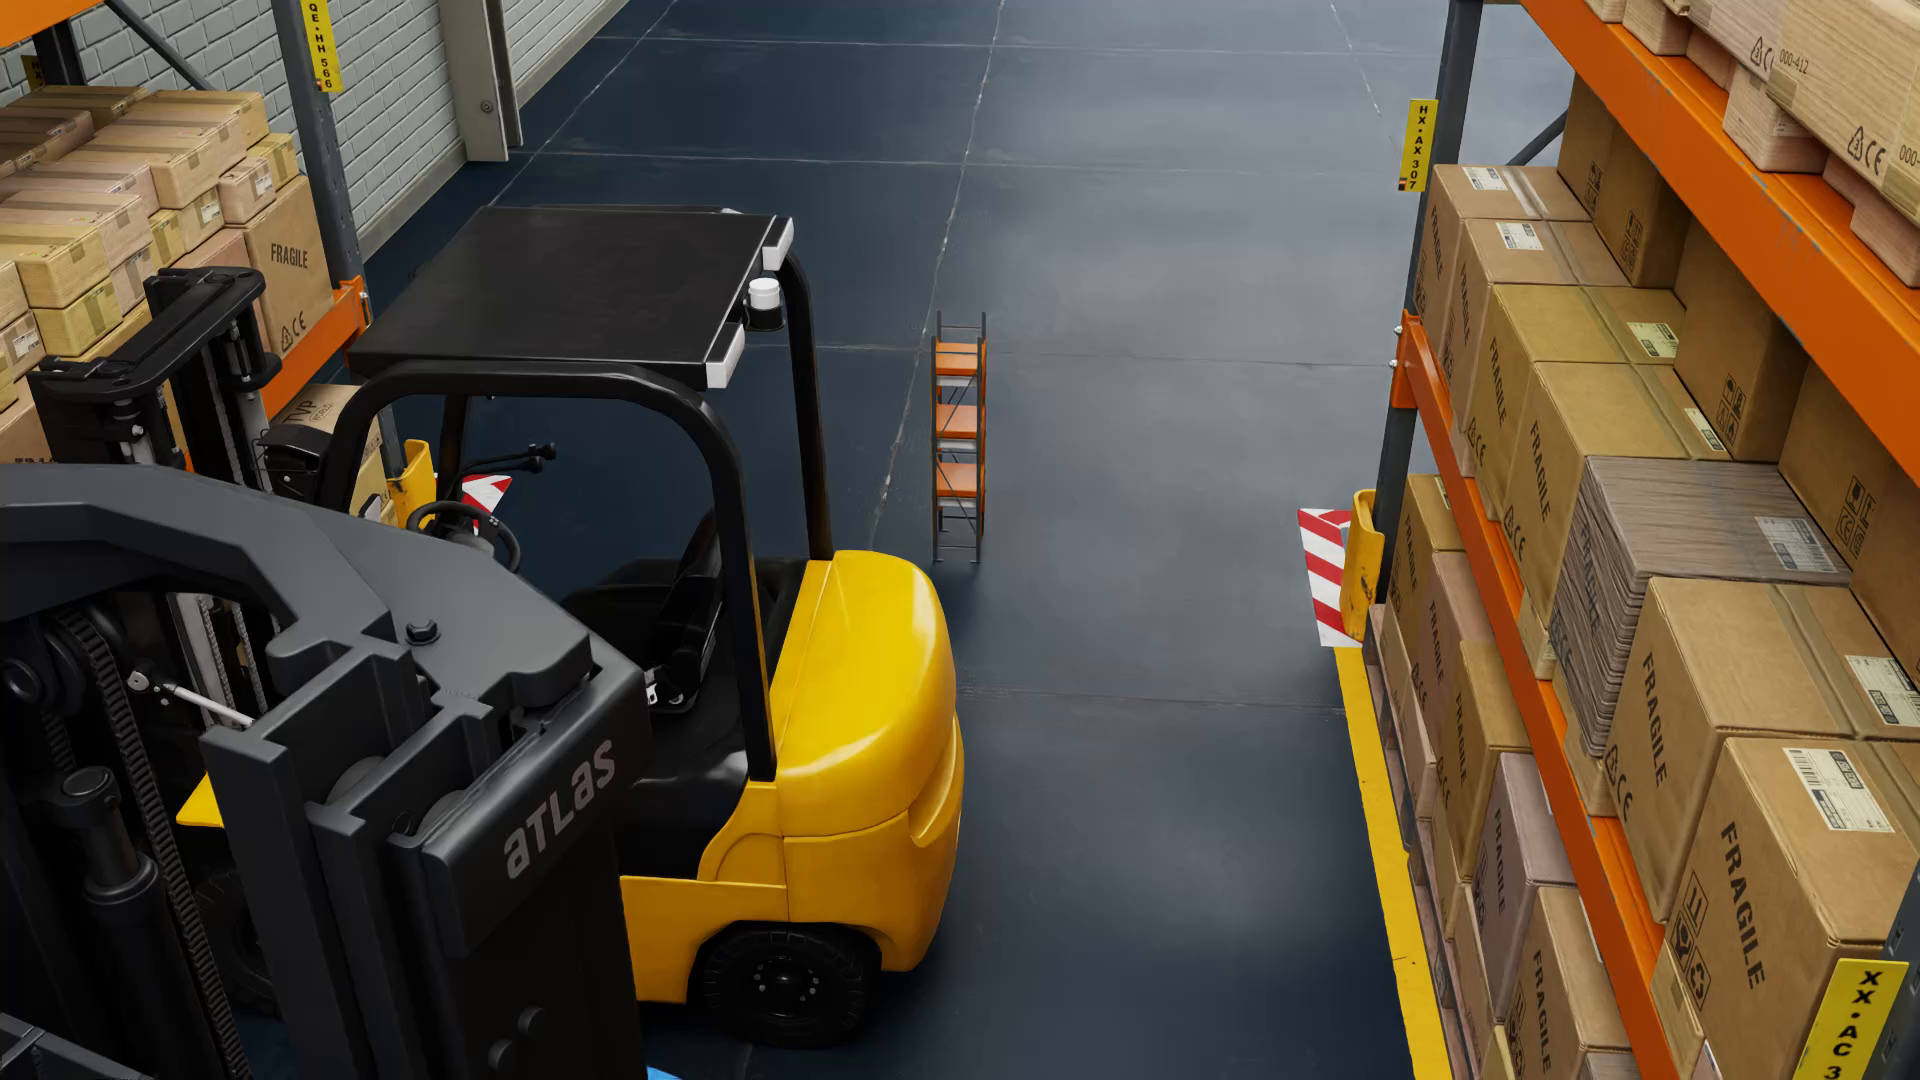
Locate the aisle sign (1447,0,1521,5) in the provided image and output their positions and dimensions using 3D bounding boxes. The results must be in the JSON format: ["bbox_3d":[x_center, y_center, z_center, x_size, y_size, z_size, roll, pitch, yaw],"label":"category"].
[{"bbox_3d":[1.835,-2.133,5.374,0.394,0.787,0.004,2,32,4],"label":"aisle sign"}]

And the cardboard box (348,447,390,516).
[{"bbox_3d":[-2.536,-0.144,6.368,0.500,0.250,0.500,2,32,3],"label":"cardboard box"}]

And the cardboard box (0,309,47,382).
[{"bbox_3d":[-2.748,-0.518,4.517,0.380,0.149,0.250,2,32,4],"label":"cardboard box"}]

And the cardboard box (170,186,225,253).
[{"bbox_3d":[-2.631,-1.048,5.378,0.380,0.149,0.250,3,32,5],"label":"cardboard box"}]

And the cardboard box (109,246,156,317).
[{"bbox_3d":[-2.637,-0.777,4.939,0.380,0.149,0.250,1,32,2],"label":"cardboard box"}]

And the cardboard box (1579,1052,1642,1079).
[{"bbox_3d":[1.594,1.463,3.523,0.500,0.500,0.500,2,32,3],"label":"cardboard box"}]

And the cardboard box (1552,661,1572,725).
[{"bbox_3d":[1.666,0.373,4.025,0.380,0.149,0.250,2,32,3],"label":"cardboard box"}]

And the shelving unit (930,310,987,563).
[{"bbox_3d":[-0.004,-0.419,6.929,0.215,1.050,0.252,2,32,4],"label":"shelving unit"}]

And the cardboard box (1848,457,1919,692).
[{"bbox_3d":[2.129,0.029,3.012,0.700,0.500,0.500,3,32,4],"label":"cardboard box"}]

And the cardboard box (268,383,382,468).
[{"bbox_3d":[-2.535,-0.371,6.260,0.500,0.250,0.500,3,32,6],"label":"cardboard box"}]

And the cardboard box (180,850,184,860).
[{"bbox_3d":[-2.651,0.854,5.226,0.500,0.250,0.500,3,32,6],"label":"cardboard box"}]

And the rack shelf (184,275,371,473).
[{"bbox_3d":[-2.971,0.161,4.815,1.077,0.370,4.000,2,32,4],"label":"rack shelf"}]

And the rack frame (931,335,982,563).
[{"bbox_3d":[-0.014,-0.355,6.826,0.200,1.050,0.008,2,32,4],"label":"rack frame"}]

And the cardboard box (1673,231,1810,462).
[{"bbox_3d":[2.148,-0.509,3.885,0.700,0.500,0.500,2,32,4],"label":"cardboard box"}]

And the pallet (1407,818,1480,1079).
[{"bbox_3d":[1.930,1.306,4.930,1.003,0.211,1.213,2,32,4],"label":"pallet"}]

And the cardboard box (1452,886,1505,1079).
[{"bbox_3d":[1.673,1.238,4.603,0.500,0.250,0.500,3,32,5],"label":"cardboard box"}]

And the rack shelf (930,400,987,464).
[{"bbox_3d":[-0.004,-0.410,6.935,0.215,0.259,0.240,2,32,4],"label":"rack shelf"}]

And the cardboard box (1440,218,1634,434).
[{"bbox_3d":[1.785,-0.643,5.056,0.500,0.500,0.500,3,32,5],"label":"cardboard box"}]

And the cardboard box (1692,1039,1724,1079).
[{"bbox_3d":[1.536,1.037,2.948,0.380,0.149,0.250,2,32,3],"label":"cardboard box"}]

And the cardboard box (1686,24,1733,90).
[{"bbox_3d":[1.756,-1.041,3.461,0.380,0.149,0.250,2,32,4],"label":"cardboard box"}]

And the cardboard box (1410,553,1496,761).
[{"bbox_3d":[1.758,0.388,5.267,0.500,0.500,0.500,1,32,2],"label":"cardboard box"}]

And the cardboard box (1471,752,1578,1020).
[{"bbox_3d":[1.674,0.930,4.388,0.500,0.500,0.500,4,32,7],"label":"cardboard box"}]

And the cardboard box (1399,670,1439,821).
[{"bbox_3d":[1.749,0.688,5.496,0.500,0.250,0.500,4,32,6],"label":"cardboard box"}]

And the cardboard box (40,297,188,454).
[{"bbox_3d":[-2.680,-0.426,4.987,0.500,0.500,0.500,2,32,3],"label":"cardboard box"}]

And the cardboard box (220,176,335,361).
[{"bbox_3d":[-2.587,-0.965,5.861,0.500,0.500,0.500,2,32,3],"label":"cardboard box"}]

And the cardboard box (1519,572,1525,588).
[{"bbox_3d":[1.730,0.108,4.456,0.380,0.149,0.250,2,32,3],"label":"cardboard box"}]

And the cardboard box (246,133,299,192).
[{"bbox_3d":[-2.557,-1.316,5.813,0.380,0.149,0.250,3,32,5],"label":"cardboard box"}]

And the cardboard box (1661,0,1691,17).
[{"bbox_3d":[1.703,-1.268,3.448,0.500,0.250,0.500,3,32,5],"label":"cardboard box"}]

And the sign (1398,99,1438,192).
[{"bbox_3d":[1.598,-1.372,5.793,0.100,0.325,0.005,2,32,4],"label":"sign"}]

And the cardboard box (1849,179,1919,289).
[{"bbox_3d":[1.640,-0.500,2.583,0.380,0.149,0.250,3,32,4],"label":"cardboard box"}]

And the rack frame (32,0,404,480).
[{"bbox_3d":[-2.808,-1.191,6.323,1.000,3.000,0.127,2,32,4],"label":"rack frame"}]

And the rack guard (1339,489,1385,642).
[{"bbox_3d":[2.133,0.123,6.574,1.175,0.500,0.348,2,32,4],"label":"rack guard"}]

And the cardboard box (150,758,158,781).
[{"bbox_3d":[-2.653,0.650,5.080,0.500,0.250,0.500,2,32,4],"label":"cardboard box"}]

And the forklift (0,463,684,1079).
[{"bbox_3d":[-1.044,1.510,2.007,1.130,2.935,3.031,13,34,20],"label":"forklift"}]

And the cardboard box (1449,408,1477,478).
[{"bbox_3d":[1.730,-0.306,5.127,0.380,0.149,0.250,3,32,5],"label":"cardboard box"}]

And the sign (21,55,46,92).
[{"bbox_3d":[-3.361,-1.620,6.119,0.100,0.325,0.005,2,32,4],"label":"sign"}]

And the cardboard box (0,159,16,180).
[{"bbox_3d":[-3.146,-1.067,5.125,0.380,0.149,0.250,3,32,4],"label":"cardboard box"}]

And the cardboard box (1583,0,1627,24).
[{"bbox_3d":[1.687,-1.315,3.906,0.380,0.149,0.250,3,32,5],"label":"cardboard box"}]

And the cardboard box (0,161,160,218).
[{"bbox_3d":[-2.705,-1.045,5.089,0.380,0.149,0.250,3,32,4],"label":"cardboard box"}]

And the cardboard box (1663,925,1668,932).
[{"bbox_3d":[1.648,0.773,3.376,0.380,0.149,0.250,3,32,4],"label":"cardboard box"}]

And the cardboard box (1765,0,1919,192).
[{"bbox_3d":[1.621,-0.735,2.585,0.500,0.250,0.500,2,32,3],"label":"cardboard box"}]

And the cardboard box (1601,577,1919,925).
[{"bbox_3d":[1.637,0.429,3.315,0.500,0.500,0.500,3,32,6],"label":"cardboard box"}]

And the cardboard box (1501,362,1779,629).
[{"bbox_3d":[1.712,-0.110,4.191,0.500,0.500,0.500,2,32,3],"label":"cardboard box"}]

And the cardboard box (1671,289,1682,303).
[{"bbox_3d":[2.324,-0.593,4.974,0.500,0.500,0.500,3,32,4],"label":"cardboard box"}]

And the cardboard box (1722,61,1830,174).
[{"bbox_3d":[1.633,-0.775,3.028,0.380,0.149,0.250,3,32,5],"label":"cardboard box"}]

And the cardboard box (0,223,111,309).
[{"bbox_3d":[-2.632,-0.768,4.640,0.380,0.149,0.250,3,32,5],"label":"cardboard box"}]

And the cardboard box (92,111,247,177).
[{"bbox_3d":[-2.617,-1.309,5.519,0.380,0.149,0.250,3,32,4],"label":"cardboard box"}]

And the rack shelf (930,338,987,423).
[{"bbox_3d":[-0.004,-0.652,6.786,0.215,0.259,0.240,2,32,4],"label":"rack shelf"}]

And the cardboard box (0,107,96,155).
[{"bbox_3d":[-3.133,-1.333,5.557,0.380,0.149,0.250,4,32,6],"label":"cardboard box"}]

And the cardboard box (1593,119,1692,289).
[{"bbox_3d":[2.266,-1.035,4.738,0.700,0.500,0.500,3,32,4],"label":"cardboard box"}]
